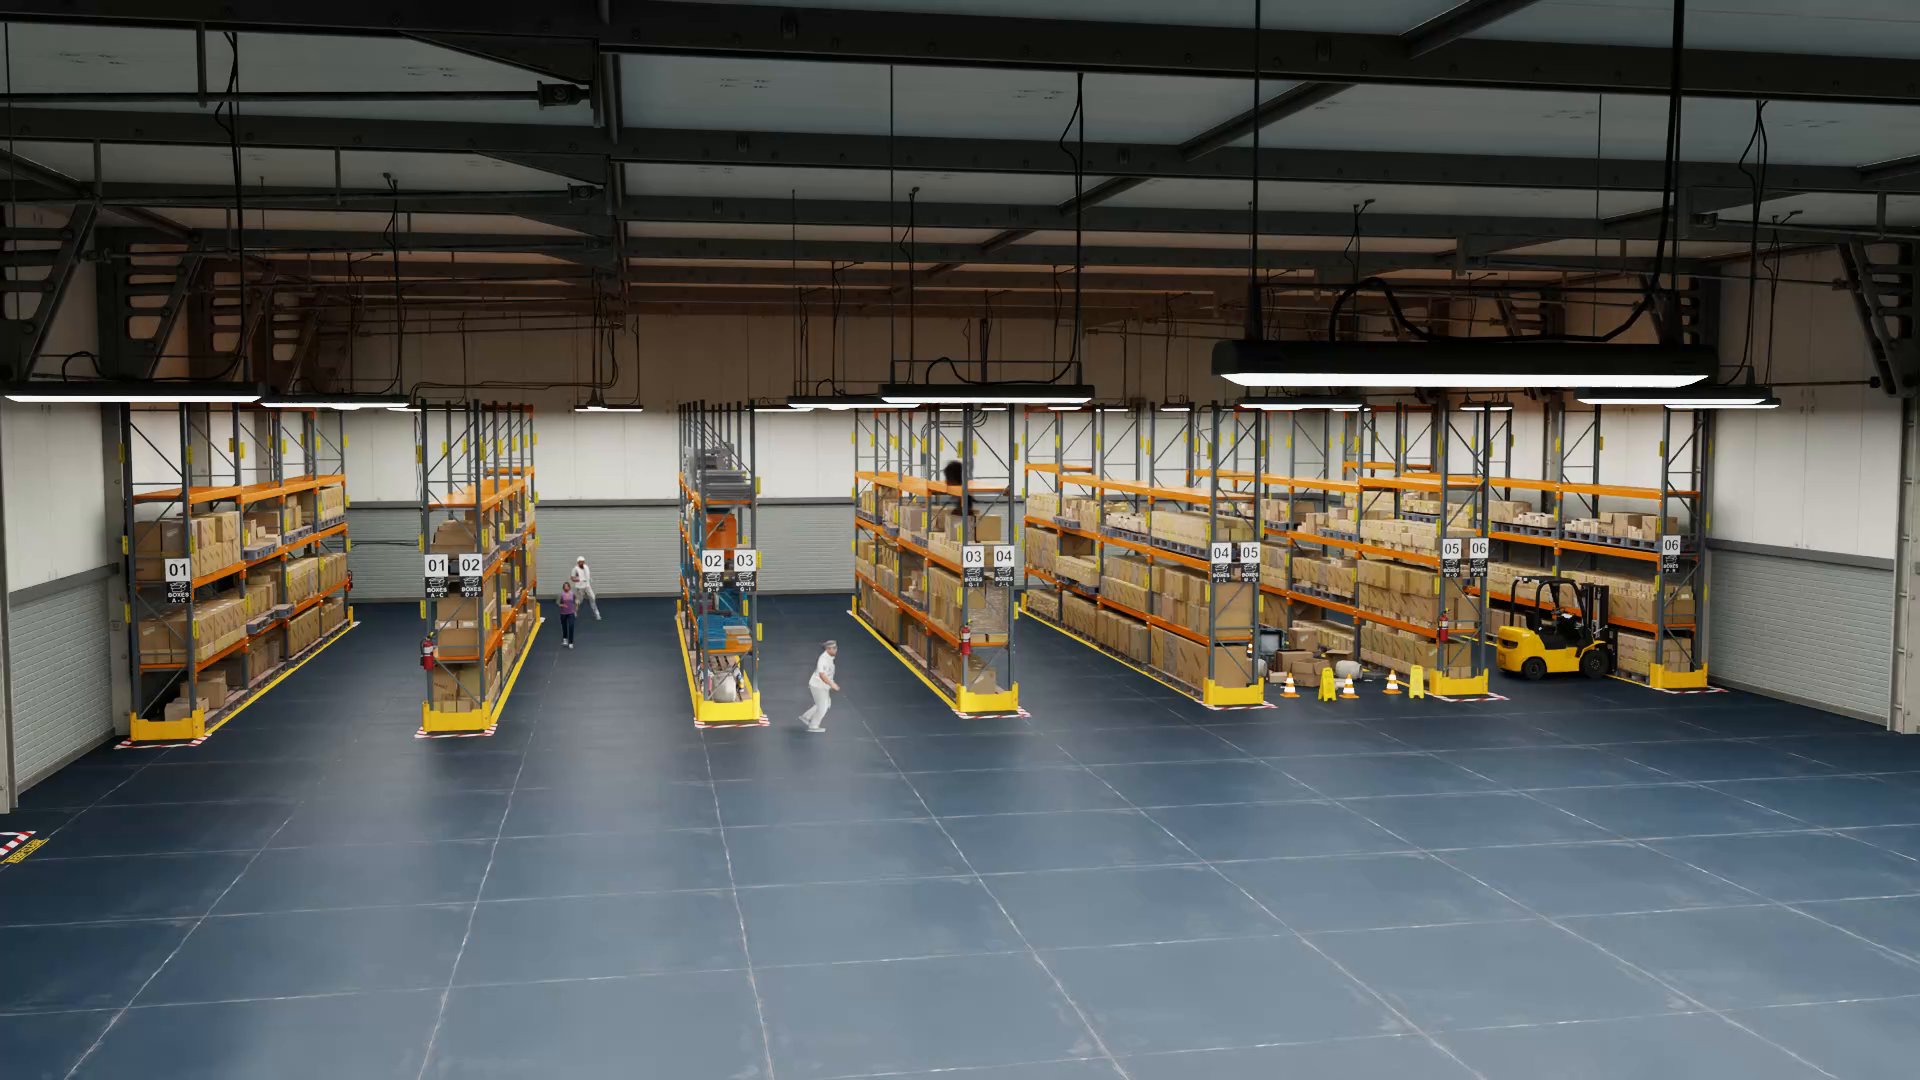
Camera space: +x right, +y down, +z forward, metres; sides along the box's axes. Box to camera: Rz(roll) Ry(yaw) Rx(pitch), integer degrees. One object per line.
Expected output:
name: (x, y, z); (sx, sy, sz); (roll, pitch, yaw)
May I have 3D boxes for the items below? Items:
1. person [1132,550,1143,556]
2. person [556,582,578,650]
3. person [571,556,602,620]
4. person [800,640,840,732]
person: (5.378, 1.023, 50.513); (0.866, 1.847, 0.694); (-1, 5, -19)
person: (-9.641, 1.846, 40.823); (0.543, 1.653, 0.762); (-1, 4, -15)
person: (-10.515, 1.341, 46.310); (0.998, 1.775, 0.695); (4, 6, 43)
person: (-2.530, 2.622, 29.933); (0.777, 1.679, 0.651); (0, 4, 6)
